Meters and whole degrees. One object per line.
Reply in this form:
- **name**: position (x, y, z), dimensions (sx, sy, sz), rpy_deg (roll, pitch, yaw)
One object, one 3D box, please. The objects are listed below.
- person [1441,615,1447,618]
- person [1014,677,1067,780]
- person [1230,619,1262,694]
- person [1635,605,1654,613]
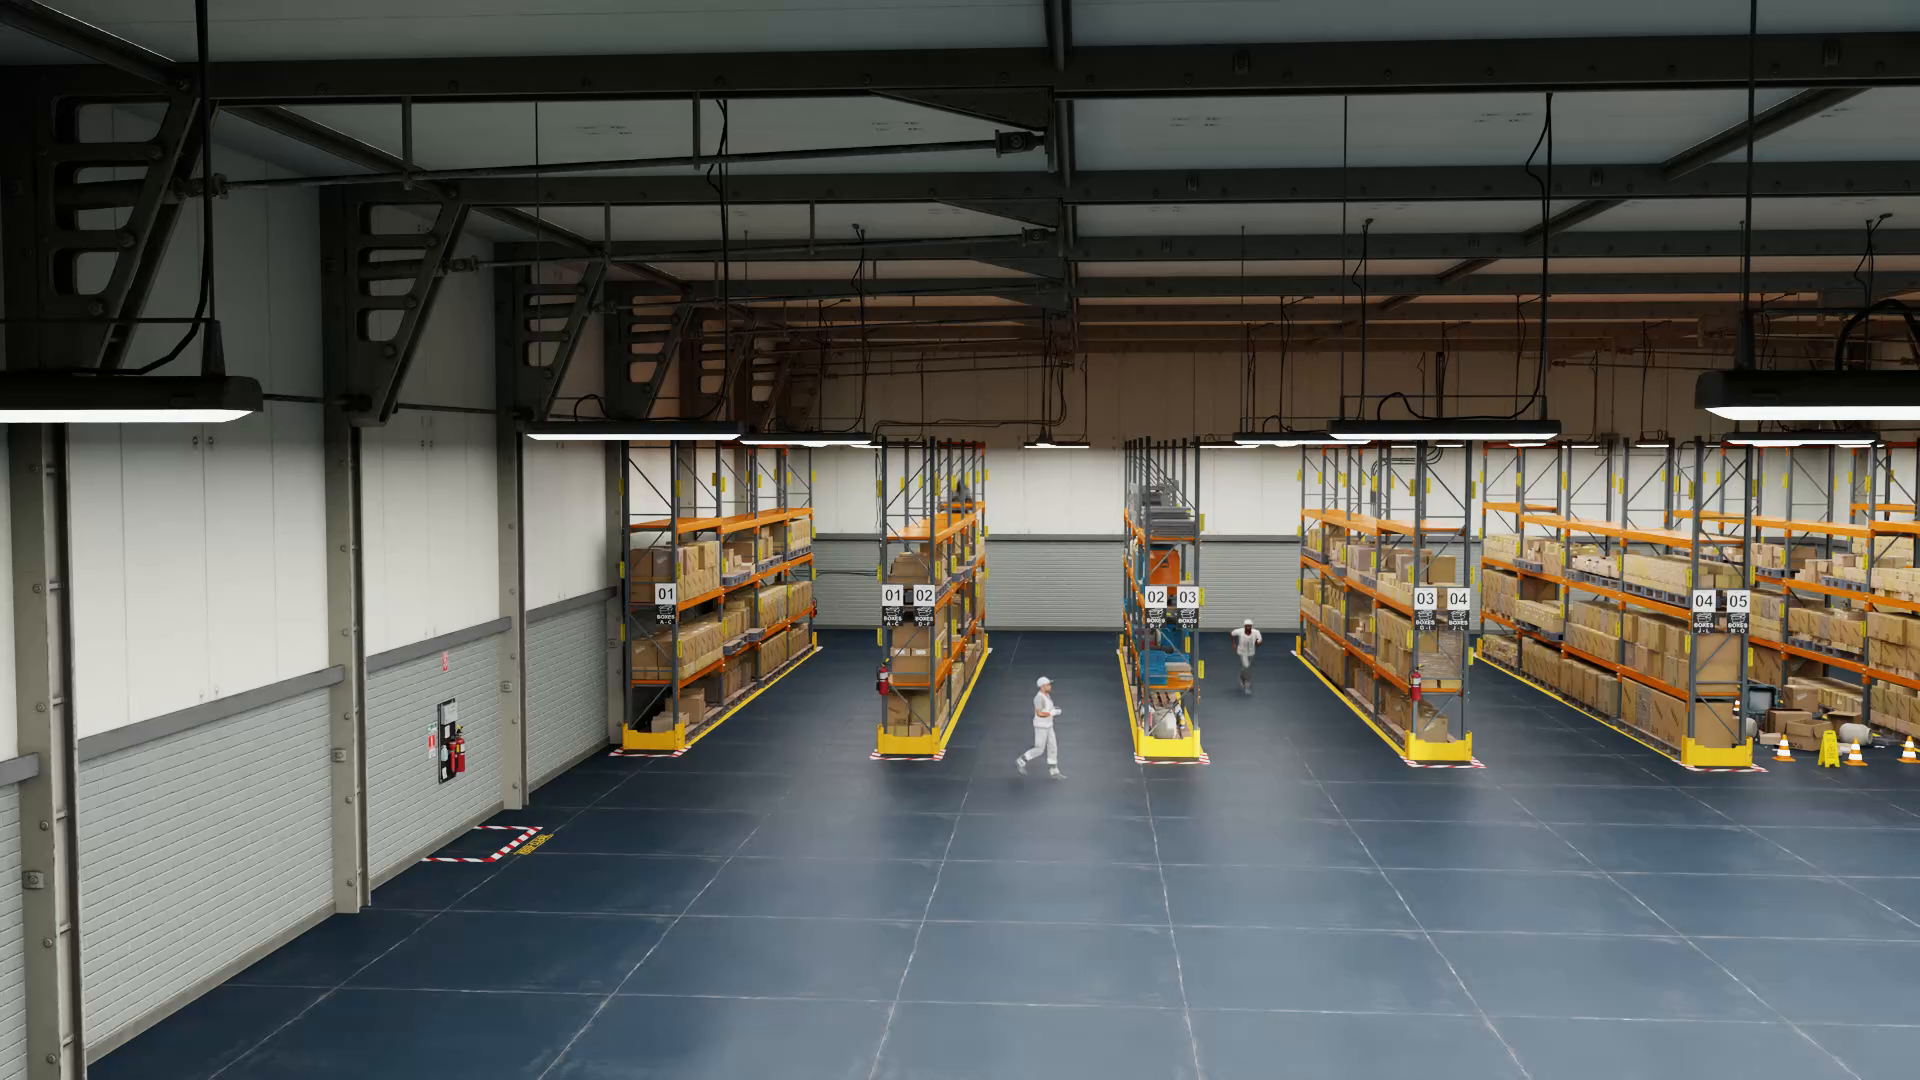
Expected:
- **person**: position (13.242, 2.440, 46.156), dimensions (0.699, 1.664, 0.819), rpy_deg (1, 3, 25)
- **person**: position (1.413, 3.260, 28.880), dimensions (0.941, 1.774, 0.665), rpy_deg (1, 3, 22)
- **person**: position (6.800, 2.750, 39.610), dimensions (0.693, 1.774, 0.971), rpy_deg (-1, 3, -11)
- **person**: position (19.311, 2.341, 47.140), dimensions (0.957, 1.667, 0.569), rpy_deg (0, 3, 3)
